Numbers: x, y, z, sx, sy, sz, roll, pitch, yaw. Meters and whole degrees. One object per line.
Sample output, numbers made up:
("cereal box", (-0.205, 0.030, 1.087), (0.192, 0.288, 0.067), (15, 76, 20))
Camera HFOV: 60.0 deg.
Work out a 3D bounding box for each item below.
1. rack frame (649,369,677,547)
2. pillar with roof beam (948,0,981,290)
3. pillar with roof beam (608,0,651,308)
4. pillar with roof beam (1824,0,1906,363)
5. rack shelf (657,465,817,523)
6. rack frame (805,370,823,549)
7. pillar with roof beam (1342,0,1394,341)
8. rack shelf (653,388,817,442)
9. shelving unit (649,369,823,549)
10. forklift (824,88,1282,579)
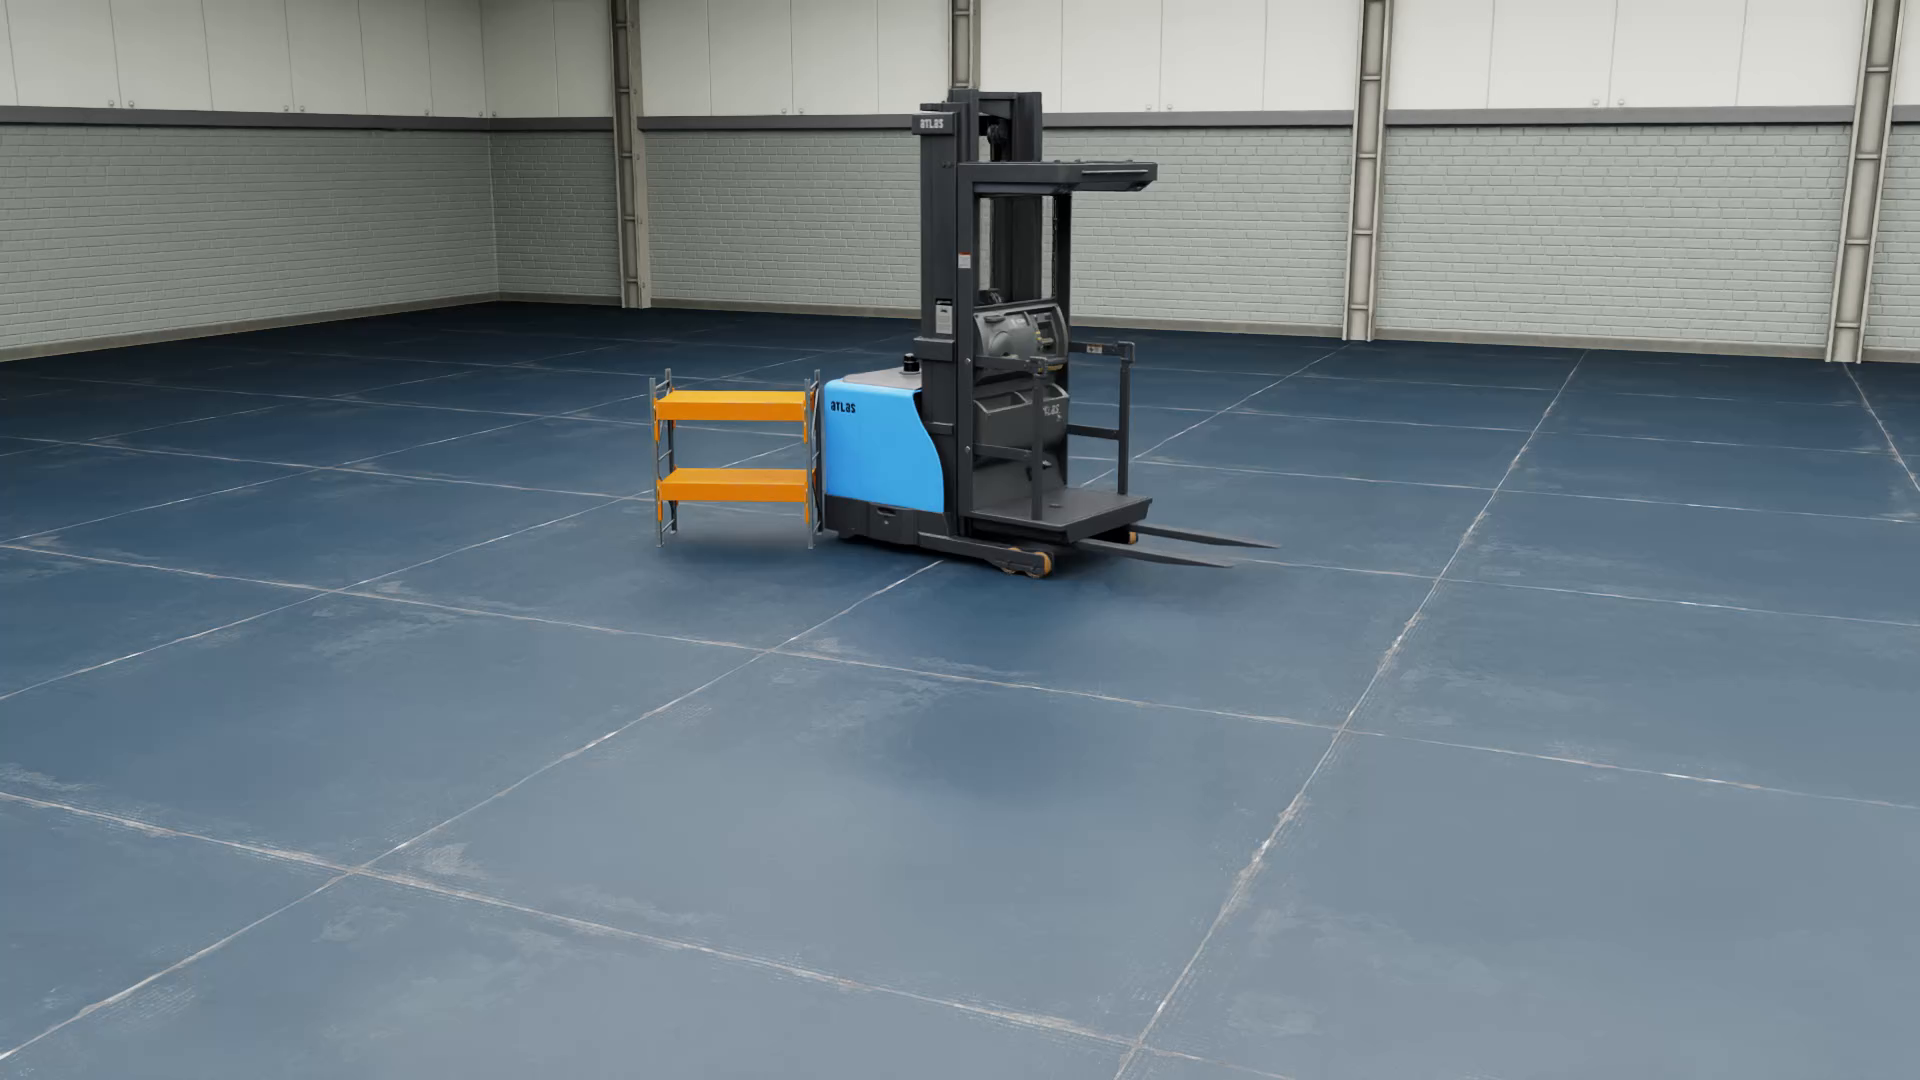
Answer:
("rack frame", (-1.990, -0.557, 11.168), (0.032, 1.125, 0.500), (1, 13, 3))
("pillar with roof beam", (-1.680, -6.831, 20.669), (0.400, 9.000, 9.100), (6, 14, 23))
("pillar with roof beam", (-7.165, -7.386, 23.035), (0.400, 9.000, 9.100), (6, 14, 23))
("pillar with roof beam", (9.292, -5.721, 15.937), (0.400, 9.000, 9.100), (6, 14, 23))
("rack shelf", (-1.482, -0.313, 11.196), (1.000, 0.278, 0.538), (1, 13, 3))
("rack frame", (-0.975, -0.544, 11.113), (0.032, 1.125, 0.500), (1, 13, 3))
("pillar with roof beam", (3.806, -6.276, 18.303), (0.400, 9.000, 9.100), (6, 14, 23))
("rack shelf", (-1.482, -0.836, 11.073), (1.000, 0.278, 0.538), (1, 13, 3))
("shelving unit", (-1.482, -0.551, 11.140), (1.048, 1.125, 0.538), (1, 13, 3))
("forklift", (0.560, -1.325, 10.485), (3.031, 2.935, 1.130), (10, 16, 36))
